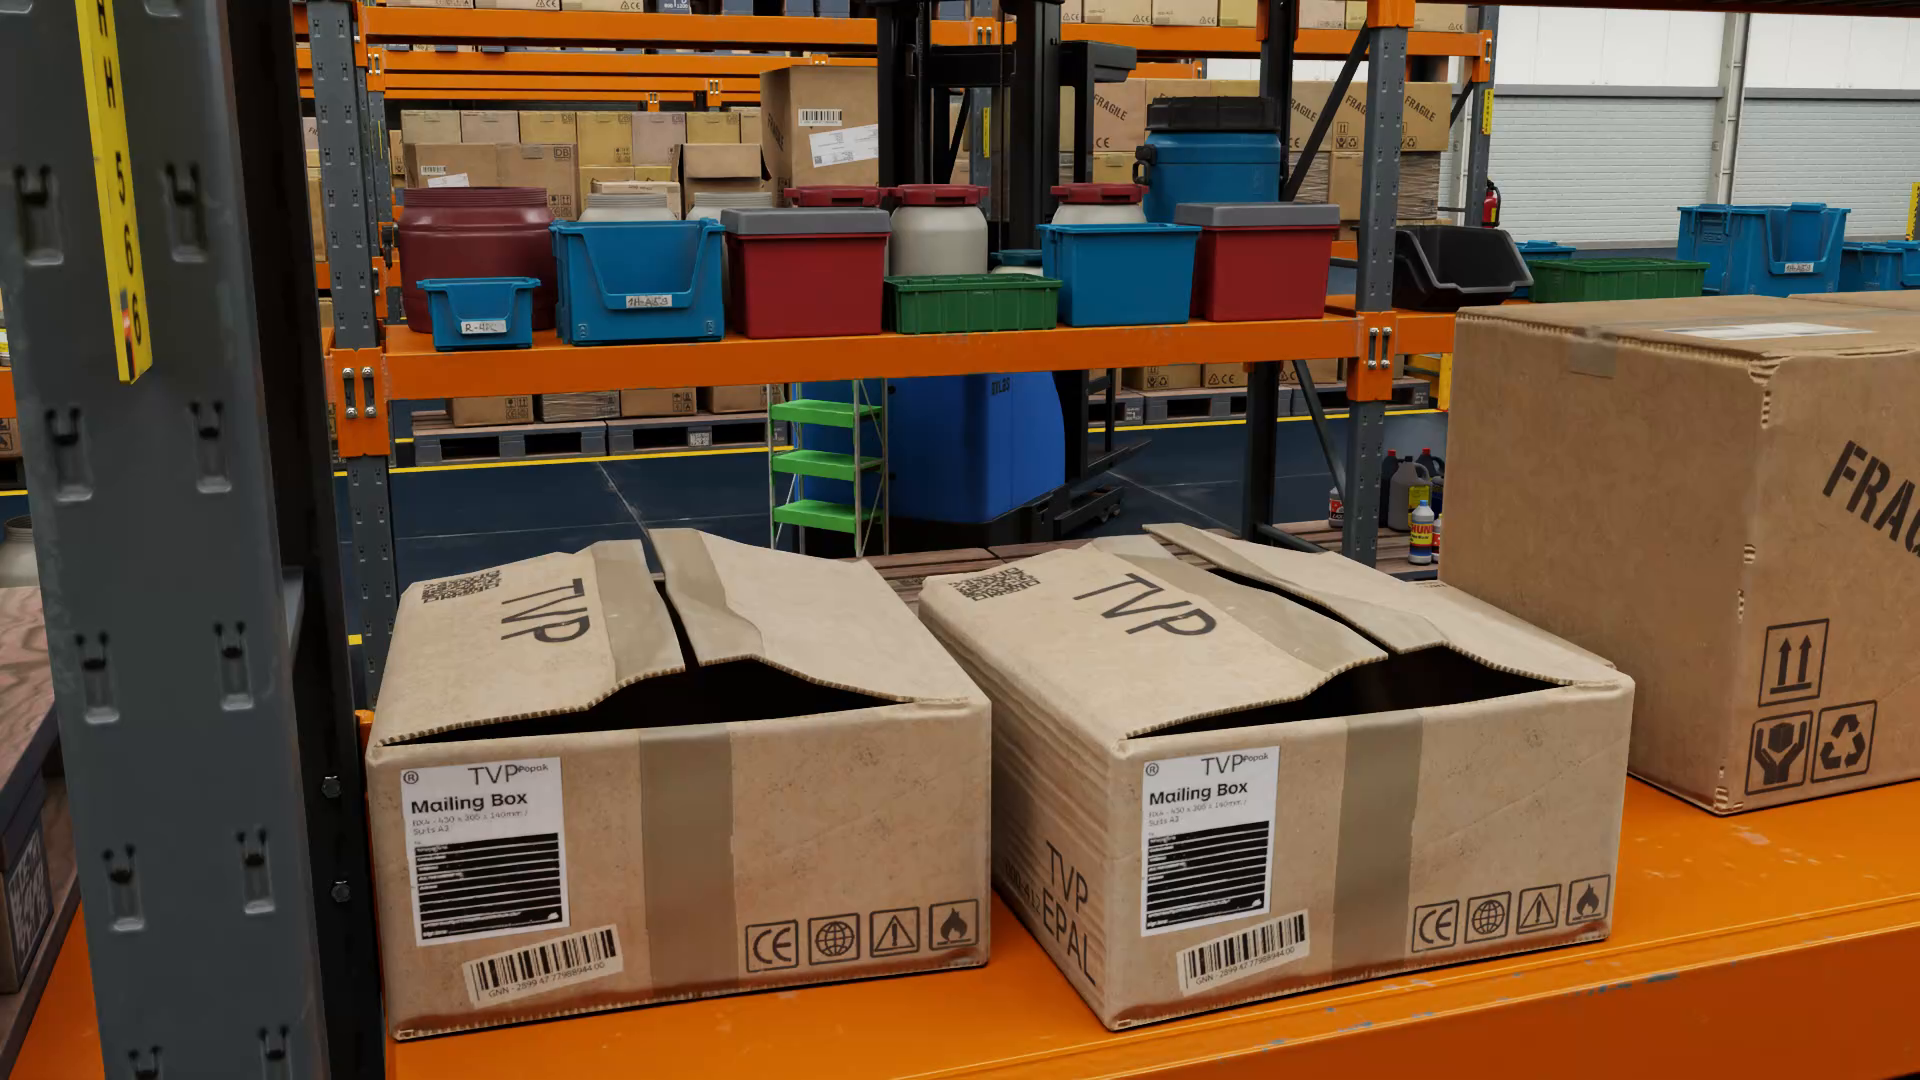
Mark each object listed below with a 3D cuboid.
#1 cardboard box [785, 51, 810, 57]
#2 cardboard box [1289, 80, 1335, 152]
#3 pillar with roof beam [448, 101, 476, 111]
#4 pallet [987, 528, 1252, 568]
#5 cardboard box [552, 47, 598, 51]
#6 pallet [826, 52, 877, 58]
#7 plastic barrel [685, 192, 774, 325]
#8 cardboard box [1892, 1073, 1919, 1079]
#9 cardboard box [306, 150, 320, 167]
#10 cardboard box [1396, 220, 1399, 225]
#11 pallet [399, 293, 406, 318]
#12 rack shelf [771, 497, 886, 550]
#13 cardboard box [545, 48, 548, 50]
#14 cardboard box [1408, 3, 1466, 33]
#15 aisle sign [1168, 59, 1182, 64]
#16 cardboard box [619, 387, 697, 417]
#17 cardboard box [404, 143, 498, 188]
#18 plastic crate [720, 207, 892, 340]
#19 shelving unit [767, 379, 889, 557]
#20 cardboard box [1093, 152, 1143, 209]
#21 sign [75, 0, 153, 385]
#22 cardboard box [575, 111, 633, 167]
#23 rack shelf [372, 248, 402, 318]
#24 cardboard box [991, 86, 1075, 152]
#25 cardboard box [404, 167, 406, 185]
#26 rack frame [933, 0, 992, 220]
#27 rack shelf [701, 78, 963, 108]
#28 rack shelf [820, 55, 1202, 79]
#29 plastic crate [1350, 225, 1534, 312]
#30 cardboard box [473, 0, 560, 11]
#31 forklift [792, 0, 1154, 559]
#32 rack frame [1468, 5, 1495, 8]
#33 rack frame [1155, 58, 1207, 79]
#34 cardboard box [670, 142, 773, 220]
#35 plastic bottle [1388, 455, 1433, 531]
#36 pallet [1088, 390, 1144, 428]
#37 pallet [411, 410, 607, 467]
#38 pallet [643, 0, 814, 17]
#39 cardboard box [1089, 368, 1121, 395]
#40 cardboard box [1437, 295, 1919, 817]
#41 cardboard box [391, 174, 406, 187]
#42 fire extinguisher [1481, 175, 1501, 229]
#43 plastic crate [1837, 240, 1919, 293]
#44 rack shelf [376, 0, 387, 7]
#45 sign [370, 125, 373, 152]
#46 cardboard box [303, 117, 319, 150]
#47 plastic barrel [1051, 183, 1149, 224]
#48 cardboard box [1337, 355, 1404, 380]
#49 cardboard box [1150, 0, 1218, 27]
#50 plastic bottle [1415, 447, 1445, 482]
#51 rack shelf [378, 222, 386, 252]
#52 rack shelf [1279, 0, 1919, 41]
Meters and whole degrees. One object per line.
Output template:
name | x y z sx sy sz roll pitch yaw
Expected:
cardboard box | -2.172 -6.029 20.707 0.500 0.250 0.500 -5 14 -19
cardboard box | 2.400 -3.118 12.249 0.500 0.500 0.500 -4 14 -18
pillar with roof beam | -6.219 -7.547 20.925 0.400 9.000 9.100 -4 14 -18
pallet | 0.846 0.197 7.357 1.213 0.211 1.003 -4 14 -18
cardboard box | -4.634 -5.928 20.016 0.500 0.250 0.500 -4 14 -17
pallet | -0.709 -4.882 16.393 1.213 0.211 1.003 -4 14 -18
plastic barrel | -0.907 -1.139 6.707 0.421 0.512 0.421 0 13 0
cardboard box | 1.227 0.811 2.574 0.500 0.311 0.500 -4 14 -17
cardboard box | -5.597 -3.347 14.581 0.250 0.149 0.380 -5 14 -20
cardboard box | 3.128 -2.371 12.670 0.250 0.149 0.380 -4 14 -18
pallet | -6.212 -2.891 20.341 1.213 0.211 1.003 -4 14 -18
rack shelf | -0.605 -0.081 7.702 0.480 0.148 0.258 8 16 31
cardboard box | -6.085 -7.079 24.510 0.500 0.311 0.500 -5 14 -20
cardboard box | 3.414 -3.902 12.408 0.500 0.250 0.500 -4 14 -17
aisle sign | 2.275 -5.038 17.724 0.004 0.787 0.394 -4 14 -18
cardboard box | -2.107 -1.156 11.471 0.500 0.500 0.700 -3 14 -13
cardboard box | -3.294 -2.318 10.784 0.500 0.500 0.500 -6 15 -25
plastic crate | -0.584 -1.014 6.285 0.583 0.464 0.402 -4 14 -18
shelving unit | -0.605 -0.376 7.632 0.503 1.200 0.258 8 16 31
cardboard box | 0.930 -2.554 12.040 0.500 0.500 0.875 -4 14 -18
sign | -0.455 -0.250 0.882 0.005 0.325 0.100 -4 14 -18
cardboard box | -3.401 -3.792 15.725 0.500 0.500 0.700 -5 14 -19
rack shelf | -1.897 -1.814 11.344 4.000 0.370 1.077 -4 14 -18
cardboard box | 0.506 -2.969 11.624 0.500 0.500 0.500 -4 14 -18
cardboard box | -4.937 -3.253 15.620 0.500 0.500 0.500 -4 14 -18
rack frame | -0.001 -2.312 11.881 0.127 3.000 1.000 -4 14 -18
rack shelf | -1.267 -5.742 21.375 4.000 0.370 1.077 -4 14 -18
rack shelf | 0.408 -4.664 16.842 4.000 0.370 1.077 -4 14 -18
plastic crate | 2.115 -1.206 7.366 0.504 0.338 0.767 -4 14 -18
cardboard box | -2.779 -3.420 10.380 0.500 0.250 0.500 -4 14 -17
forklift | 0.263 -1.557 8.856 1.130 2.935 3.031 6 15 24
rack frame | 3.790 -5.526 12.428 0.127 3.000 1.000 -4 14 -18
rack frame | 2.304 -3.703 17.727 0.127 3.000 1.000 -4 14 -18
cardboard box | -1.615 -2.418 11.197 0.637 0.503 0.797 -3 14 -12
plastic bottle | 2.143 -0.230 7.902 0.185 0.351 0.144 -4 14 -18
pallet | 0.624 -1.013 12.445 1.213 0.211 1.003 -4 14 -18
pallet | -3.051 -0.718 11.204 1.213 0.211 1.003 -4 14 -18
pallet | -1.603 -3.581 11.137 1.003 0.211 1.213 -4 14 -18
cardboard box | 0.931 -1.365 12.393 0.500 0.500 0.500 0 13 0
cardboard box | 0.949 -0.020 2.029 0.500 0.500 0.500 -5 14 -21
cardboard box | -6.586 -4.256 19.687 0.250 0.149 0.380 -5 14 -21
fire extinguisher | 4.045 -2.477 12.742 0.183 0.674 0.296 -4 14 -18
plastic crate | 4.373 -1.299 7.945 0.408 0.251 0.499 -4 14 -18
rack shelf | -6.644 -7.800 24.409 4.000 0.370 1.077 -4 14 -18
sign | -6.773 -4.632 19.133 0.005 0.325 0.100 -4 14 -18
cardboard box | -7.360 -4.630 19.248 0.500 0.500 0.500 -5 14 -20
plastic barrel | 0.602 -1.269 7.204 0.433 0.535 0.433 0 13 0
cardboard box | 3.192 -1.553 13.184 0.500 0.500 0.500 -2 14 -8
cardboard box | 1.481 -3.750 11.768 0.500 0.250 0.500 -5 14 -20
plastic bottle | 2.279 -0.276 8.095 0.185 0.351 0.144 -5 14 -21
rack shelf | -7.174 -2.615 14.707 4.000 0.370 1.077 -4 14 -18
rack shelf | 3.474 -2.483 7.671 4.000 0.370 1.077 -4 14 -18
